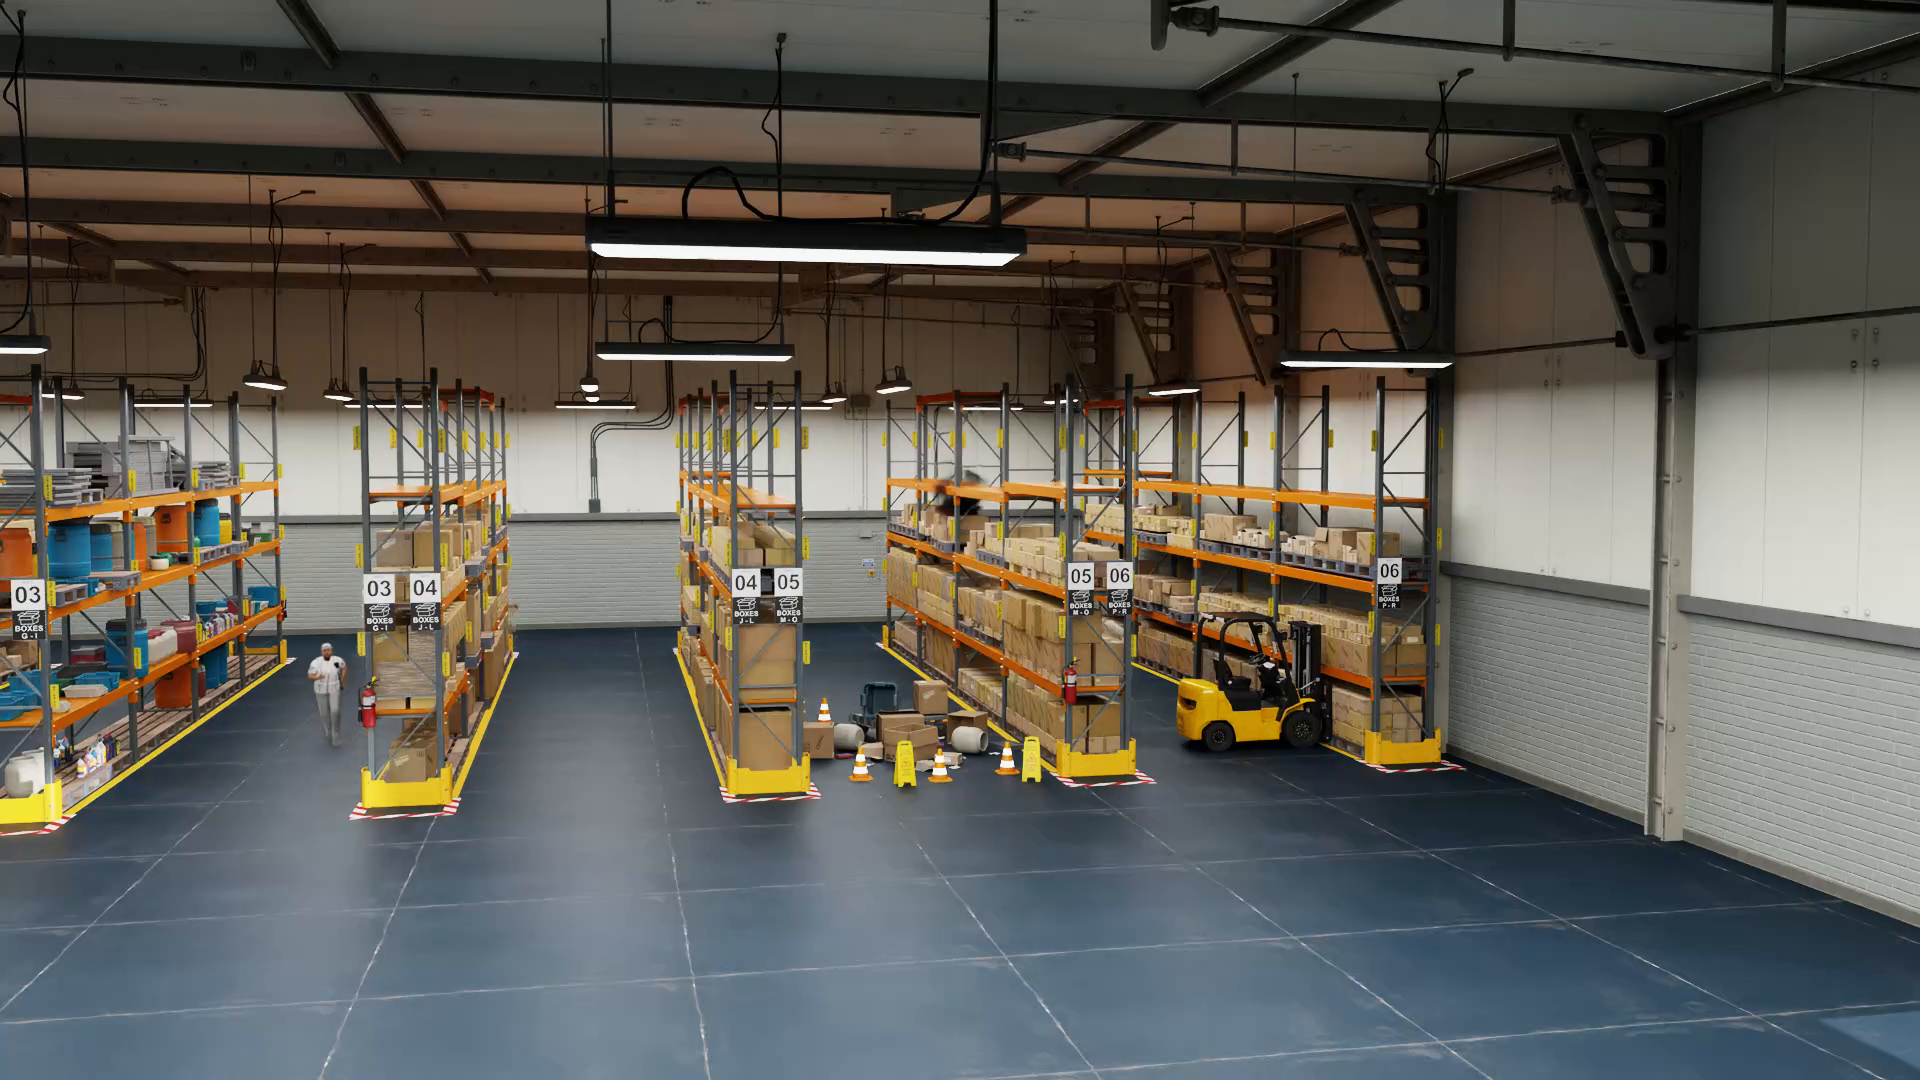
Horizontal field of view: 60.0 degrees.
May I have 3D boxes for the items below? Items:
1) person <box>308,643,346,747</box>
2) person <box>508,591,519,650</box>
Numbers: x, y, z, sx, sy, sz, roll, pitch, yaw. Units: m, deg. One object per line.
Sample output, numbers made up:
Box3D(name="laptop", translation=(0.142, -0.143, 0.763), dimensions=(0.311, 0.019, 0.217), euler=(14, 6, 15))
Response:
Box3D(name="person", translation=(-10.487, 2.553, 27.574), dimensions=(0.578, 1.722, 0.822), euler=(-1, 4, -15))
Box3D(name="person", translation=(-10.909, 1.791, 39.702), dimensions=(0.638, 1.708, 0.715), euler=(1, 4, 23))
